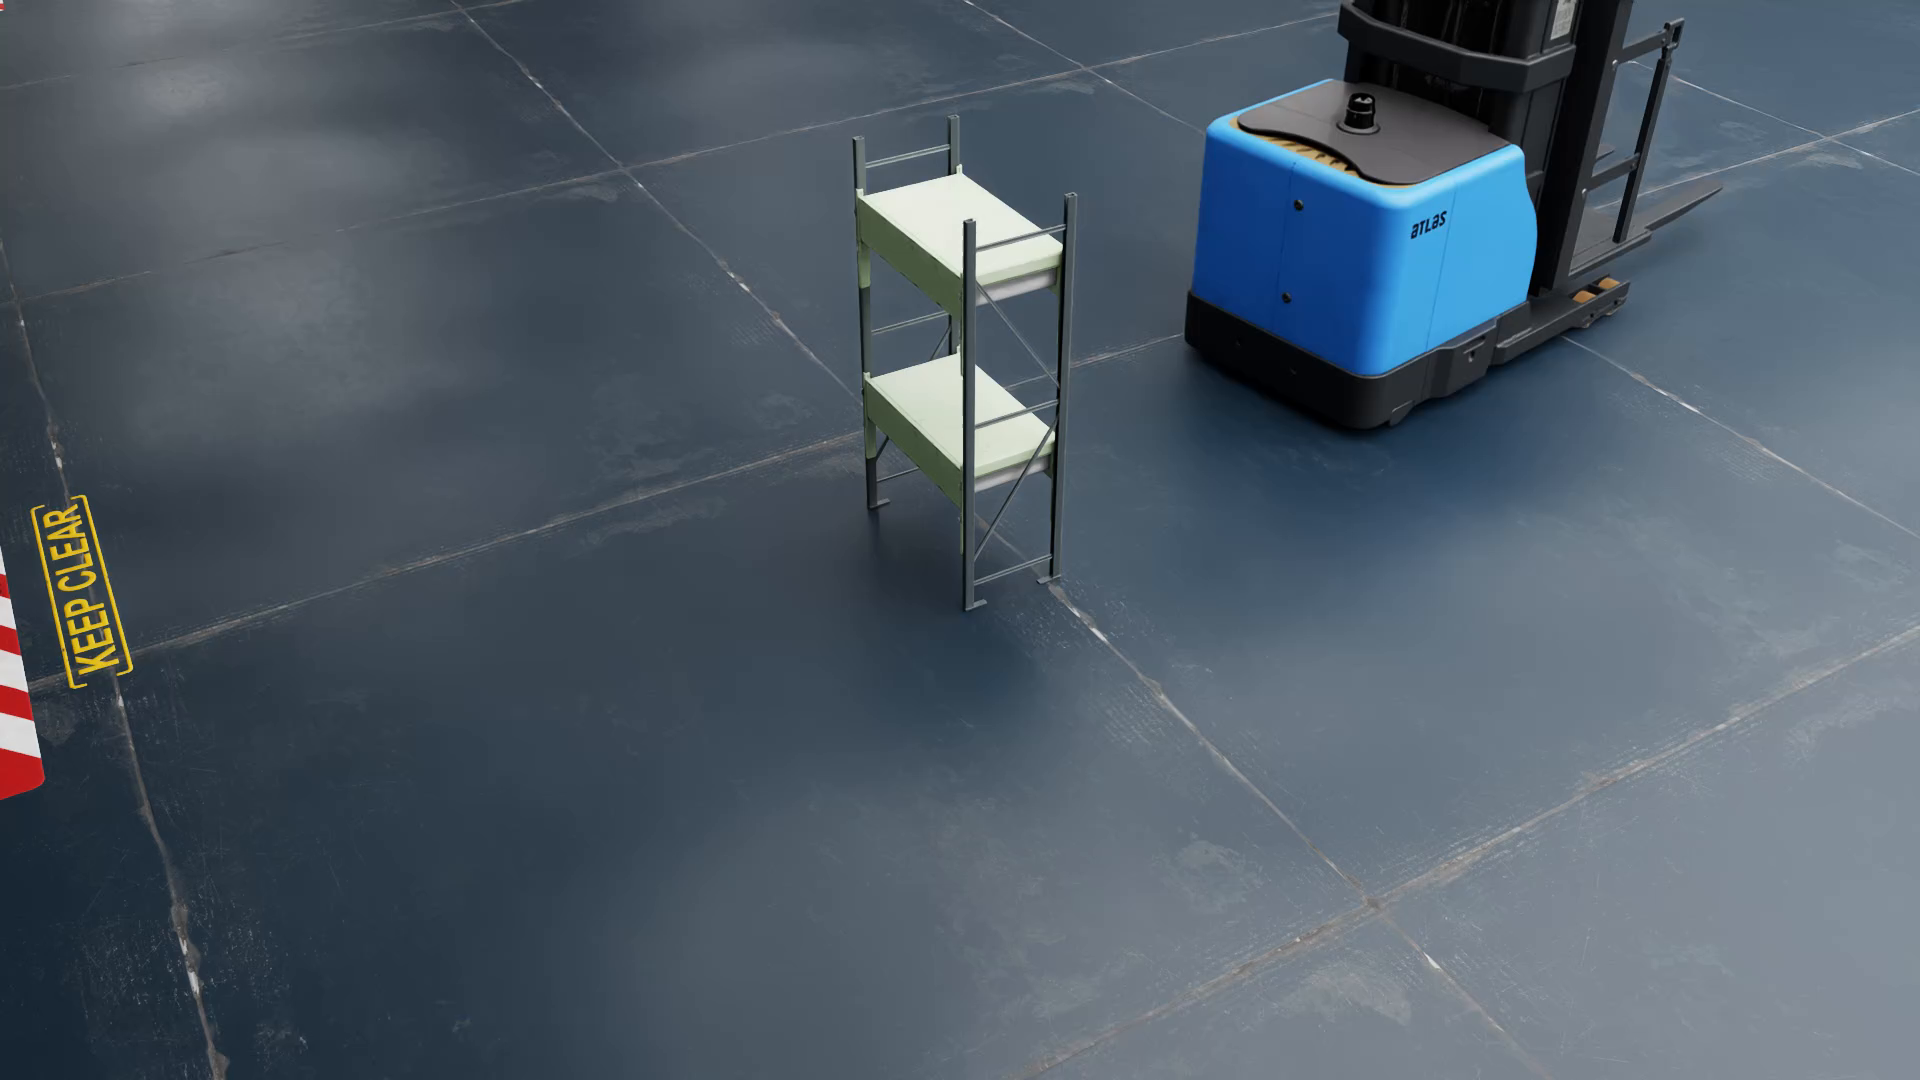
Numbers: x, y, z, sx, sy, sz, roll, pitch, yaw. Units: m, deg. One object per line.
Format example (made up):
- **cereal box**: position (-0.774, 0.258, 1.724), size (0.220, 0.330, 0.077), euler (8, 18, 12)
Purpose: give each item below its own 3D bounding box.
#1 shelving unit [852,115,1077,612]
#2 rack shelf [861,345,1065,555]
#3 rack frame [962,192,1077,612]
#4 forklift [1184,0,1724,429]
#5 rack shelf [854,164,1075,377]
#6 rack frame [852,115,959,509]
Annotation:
- **shelving unit**: position (0.003, -0.602, 5.803), size (0.431, 1.500, 0.755), euler (-19, 40, -24)
- **rack shelf**: position (0.003, -0.339, 5.995), size (0.431, 0.370, 0.720), euler (-19, 40, -24)
- **rack frame**: position (0.187, -0.416, 5.547), size (0.400, 1.500, 0.023), euler (-19, 40, -24)
- **forklift**: position (2.444, -2.361, 6.997), size (3.031, 2.935, 1.130), euler (-26, 44, -31)
- **rack shelf**: position (0.003, -0.917, 5.573), size (0.431, 0.370, 0.720), euler (-19, 40, -24)
- **rack frame**: position (-0.181, -0.789, 6.059), size (0.400, 1.500, 0.023), euler (-19, 40, -24)
